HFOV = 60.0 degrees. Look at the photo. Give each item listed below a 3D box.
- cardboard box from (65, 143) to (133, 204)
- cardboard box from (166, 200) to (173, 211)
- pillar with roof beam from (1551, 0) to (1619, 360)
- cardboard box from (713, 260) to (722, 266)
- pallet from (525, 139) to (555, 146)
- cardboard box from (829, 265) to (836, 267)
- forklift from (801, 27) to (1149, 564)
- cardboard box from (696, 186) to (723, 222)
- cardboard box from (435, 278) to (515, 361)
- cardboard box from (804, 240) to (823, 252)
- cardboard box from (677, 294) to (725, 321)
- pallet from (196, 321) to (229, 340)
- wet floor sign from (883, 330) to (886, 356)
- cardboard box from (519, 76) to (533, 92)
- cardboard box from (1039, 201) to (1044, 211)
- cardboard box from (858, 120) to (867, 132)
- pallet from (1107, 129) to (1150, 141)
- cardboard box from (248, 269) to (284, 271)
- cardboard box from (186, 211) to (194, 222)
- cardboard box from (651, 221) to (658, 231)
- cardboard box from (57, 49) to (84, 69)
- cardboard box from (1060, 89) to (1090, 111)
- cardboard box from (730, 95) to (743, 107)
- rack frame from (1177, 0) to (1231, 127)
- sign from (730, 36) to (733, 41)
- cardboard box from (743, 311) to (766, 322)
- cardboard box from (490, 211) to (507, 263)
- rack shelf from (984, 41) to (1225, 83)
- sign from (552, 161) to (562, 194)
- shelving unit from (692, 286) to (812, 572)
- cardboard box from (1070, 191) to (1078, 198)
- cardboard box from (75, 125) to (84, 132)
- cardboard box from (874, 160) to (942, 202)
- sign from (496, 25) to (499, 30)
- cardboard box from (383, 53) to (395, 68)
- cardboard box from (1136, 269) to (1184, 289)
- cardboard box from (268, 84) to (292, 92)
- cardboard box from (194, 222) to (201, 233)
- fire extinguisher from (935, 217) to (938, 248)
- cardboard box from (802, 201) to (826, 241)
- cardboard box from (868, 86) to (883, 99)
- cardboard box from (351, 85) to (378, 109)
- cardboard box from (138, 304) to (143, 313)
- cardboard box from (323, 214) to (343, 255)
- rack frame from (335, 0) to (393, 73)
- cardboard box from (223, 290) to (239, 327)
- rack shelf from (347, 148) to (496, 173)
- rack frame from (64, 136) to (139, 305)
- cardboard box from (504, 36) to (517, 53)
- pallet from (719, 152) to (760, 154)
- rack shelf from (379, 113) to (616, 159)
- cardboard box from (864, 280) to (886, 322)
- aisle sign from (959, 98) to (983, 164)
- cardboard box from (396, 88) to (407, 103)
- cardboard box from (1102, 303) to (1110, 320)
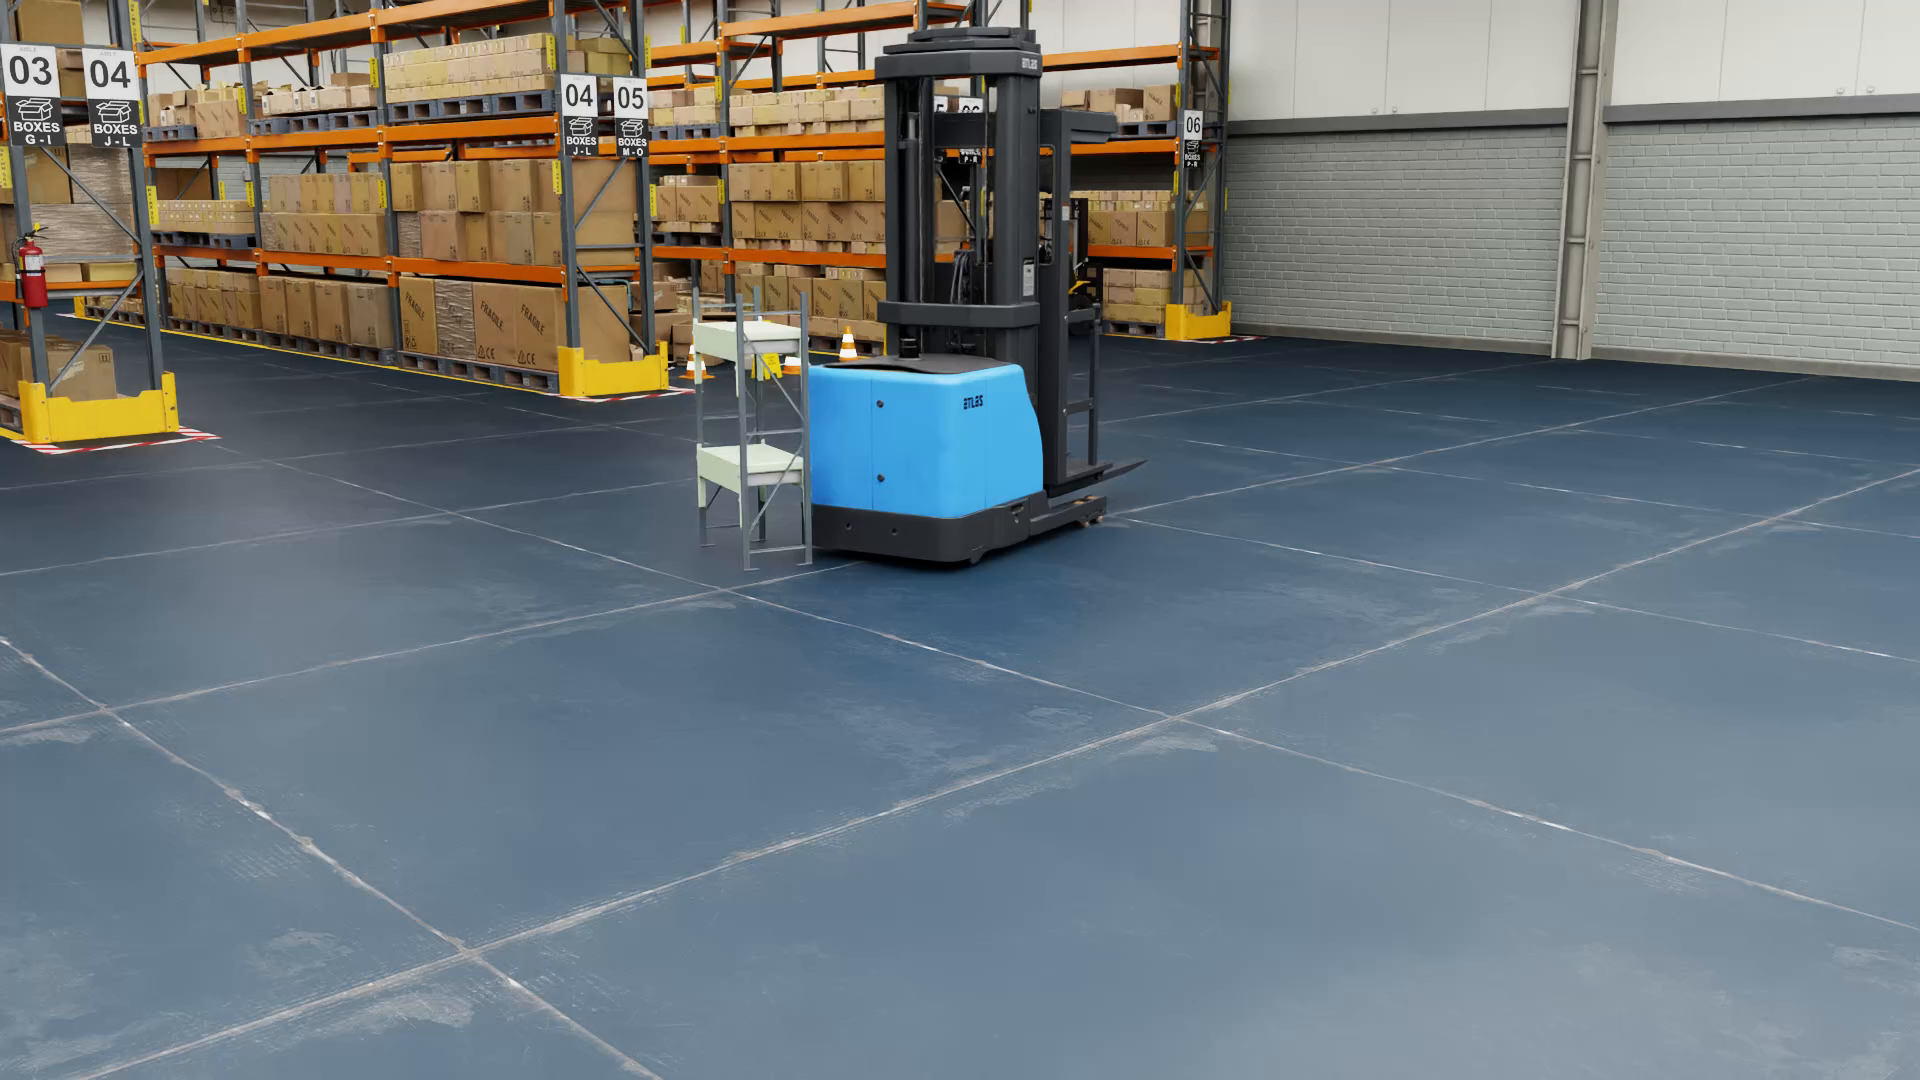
[{"bbox_3d":[-7.482,-3.160,14.353,0.500,0.500,0.500,-11,16,-43],"label":"cardboard box"},{"bbox_3d":[-11.447,-4.923,24.481,0.380,0.149,0.250,-11,16,-43],"label":"cardboard box"},{"bbox_3d":[4.656,-6.120,17.318,9.100,9.000,0.400,-11,16,-43],"label":"pillar with roof beam"},{"bbox_3d":[-4.529,-5.362,32.050,0.250,0.149,0.380,11,16,44],"label":"cardboard box"},{"bbox_3d":[-6.140,-6.369,26.426,1.213,0.211,1.003,-10,15,-40],"label":"pallet"},{"bbox_3d":[-2.204,-5.017,30.374,0.380,0.149,0.250,-10,15,-40],"label":"cardboard box"},{"bbox_3d":[0.271,-1.555,10.197,1.130,2.935,3.031,7,13,29],"label":"forklift"},{"bbox_3d":[-3.379,-4.758,23.546,0.500,0.500,0.500,-11,16,-44],"label":"cardboard box"},{"bbox_3d":[-5.396,-2.550,19.080,0.875,0.875,0.875,-11,16,-42],"label":"cardboard box"},{"bbox_3d":[-1.838,-3.887,21.969,0.380,0.149,0.250,-11,16,-43],"label":"cardboard box"},{"bbox_3d":[-3.757,-3.421,24.556,0.950,0.372,0.625,-10,15,-39],"label":"cardboard box"},{"bbox_3d":[-10.544,-3.128,24.570,1.003,0.211,1.213,-11,16,-43],"label":"pallet"},{"bbox_3d":[-0.775,-2.408,20.002,0.267,0.644,0.232,-5,13,-23],"label":"wet floor sign"},{"bbox_3d":[-4.291,-4.673,17.058,0.380,0.149,0.250,-11,16,-42],"label":"cardboard box"},{"bbox_3d":[1.400,-5.141,25.577,0.380,0.149,0.250,-11,16,-43],"label":"cardboard box"},{"bbox_3d":[-1.062,-5.219,20.999,0.380,0.149,0.250,-11,16,-42],"label":"cardboard box"},{"bbox_3d":[2.139,-6.141,25.072,1.003,0.211,1.213,-11,16,-43],"label":"pallet"},{"bbox_3d":[-10.151,-3.832,24.375,0.500,0.250,0.500,-11,16,-42],"label":"cardboard box"},{"bbox_3d":[-10.908,-4.664,23.960,0.380,0.149,0.250,-11,16,-44],"label":"cardboard box"},{"bbox_3d":[-4.486,-4.672,24.739,0.380,0.149,0.250,-10,15,-41],"label":"cardboard box"},{"bbox_3d":[-7.322,-4.021,13.943,0.380,0.149,0.250,-11,16,-43],"label":"cardboard box"},{"bbox_3d":[1.962,-6.490,24.999,0.797,0.503,0.637,-10,15,-41],"label":"cardboard box"},{"bbox_3d":[-2.913,-5.967,22.654,0.380,0.149,0.250,-11,16,-44],"label":"cardboard box"},{"bbox_3d":[3.455,-7.369,23.377,1.000,3.000,0.127,-11,16,-43],"label":"rack frame"},{"bbox_3d":[-4.434,-9.733,32.147,0.100,0.325,0.005,-11,16,-43],"label":"sign"},{"bbox_3d":[-2.682,-3.057,23.091,0.500,0.250,0.500,11,16,43],"label":"cardboard box"},{"bbox_3d":[-4.623,-3.331,18.276,0.875,0.550,0.550,-11,16,-43],"label":"cardboard box"},{"bbox_3d":[2.074,-7.112,24.907,1.077,0.370,4.000,-11,16,-43],"label":"rack shelf"},{"bbox_3d":[-4.044,-3.643,16.705,0.100,0.325,0.005,-11,16,-43],"label":"sign"},{"bbox_3d":[-1.171,-0.647,9.337,0.431,1.500,0.755,-6,13,-26],"label":"shelving unit"},{"bbox_3d":[1.831,-5.228,25.261,0.380,0.149,0.250,-11,16,-42],"label":"cardboard box"},{"bbox_3d":[-14.215,-6.833,27.343,0.500,0.250,0.500,-11,16,-43],"label":"cardboard box"},{"bbox_3d":[-0.643,-4.467,20.696,0.500,0.500,0.700,11,16,44],"label":"cardboard box"},{"bbox_3d":[-8.035,-9.002,28.791,0.100,0.325,0.005,-11,16,-43],"label":"sign"},{"bbox_3d":[-6.399,-5.508,19.138,0.380,0.149,0.250,-11,16,-42],"label":"cardboard box"},{"bbox_3d":[2.912,-3.803,24.232,0.500,0.250,0.500,-10,15,-41],"label":"cardboard box"},{"bbox_3d":[-9.603,-6.267,23.318,0.396,0.266,0.258,-11,16,-43],"label":"cardboard box"},{"bbox_3d":[-10.722,-4.480,23.804,0.380,0.149,0.250,-10,15,-41],"label":"cardboard box"},{"bbox_3d":[-0.386,-3.619,20.238,0.296,0.674,0.183,-11,16,-43],"label":"fire extinguisher"},{"bbox_3d":[-1.728,-4.198,21.867,0.500,0.500,0.500,-11,16,-42],"label":"cardboard box"},{"bbox_3d":[-0.919,-5.561,20.682,0.380,0.149,0.250,-11,16,-43],"label":"cardboard box"},{"bbox_3d":[-7.008,-5.349,20.089,0.500,0.250,0.500,-11,16,-42],"label":"cardboard box"},{"bbox_3d":[-12.795,-3.683,26.380,0.250,0.149,0.380,11,16,43],"label":"cardboard box"},{"bbox_3d":[-7.656,-3.853,20.931,0.500,0.500,0.500,-11,16,-42],"label":"cardboard box"},{"bbox_3d":[-11.181,-9.012,31.351,1.000,3.000,0.127,-11,16,-43],"label":"rack frame"},{"bbox_3d":[-10.166,-3.319,23.739,0.500,0.500,0.500,-10,15,-40],"label":"cardboard box"},{"bbox_3d":[-9.800,-6.898,30.310,1.077,0.370,4.000,-11,16,-43],"label":"rack shelf"},{"bbox_3d":[-14.692,-5.369,28.537,1.000,3.000,0.127,-11,16,-43],"label":"rack frame"},{"bbox_3d":[-4.469,-5.101,17.161,0.380,0.149,0.250,-11,16,-42],"label":"cardboard box"},{"bbox_3d":[-3.714,-7.303,30.957,1.213,0.211,1.003,-11,16,-43],"label":"pallet"},{"bbox_3d":[-5.024,-4.442,18.390,1.077,0.370,4.000,-11,16,-43],"label":"rack shelf"},{"bbox_3d":[-0.874,-3.045,21.173,0.500,0.500,0.500,-11,16,-42],"label":"cardboard box"},{"bbox_3d":[0.135,-5.046,20.526,0.394,0.787,0.004,-11,16,-43],"label":"aisle sign"},{"bbox_3d":[-6.219,-5.080,19.037,0.380,0.149,0.250,-11,16,-42],"label":"cardboard box"},{"bbox_3d":[2.227,-3.462,25.056,0.500,0.250,0.500,-11,16,-42],"label":"cardboard box"}]
